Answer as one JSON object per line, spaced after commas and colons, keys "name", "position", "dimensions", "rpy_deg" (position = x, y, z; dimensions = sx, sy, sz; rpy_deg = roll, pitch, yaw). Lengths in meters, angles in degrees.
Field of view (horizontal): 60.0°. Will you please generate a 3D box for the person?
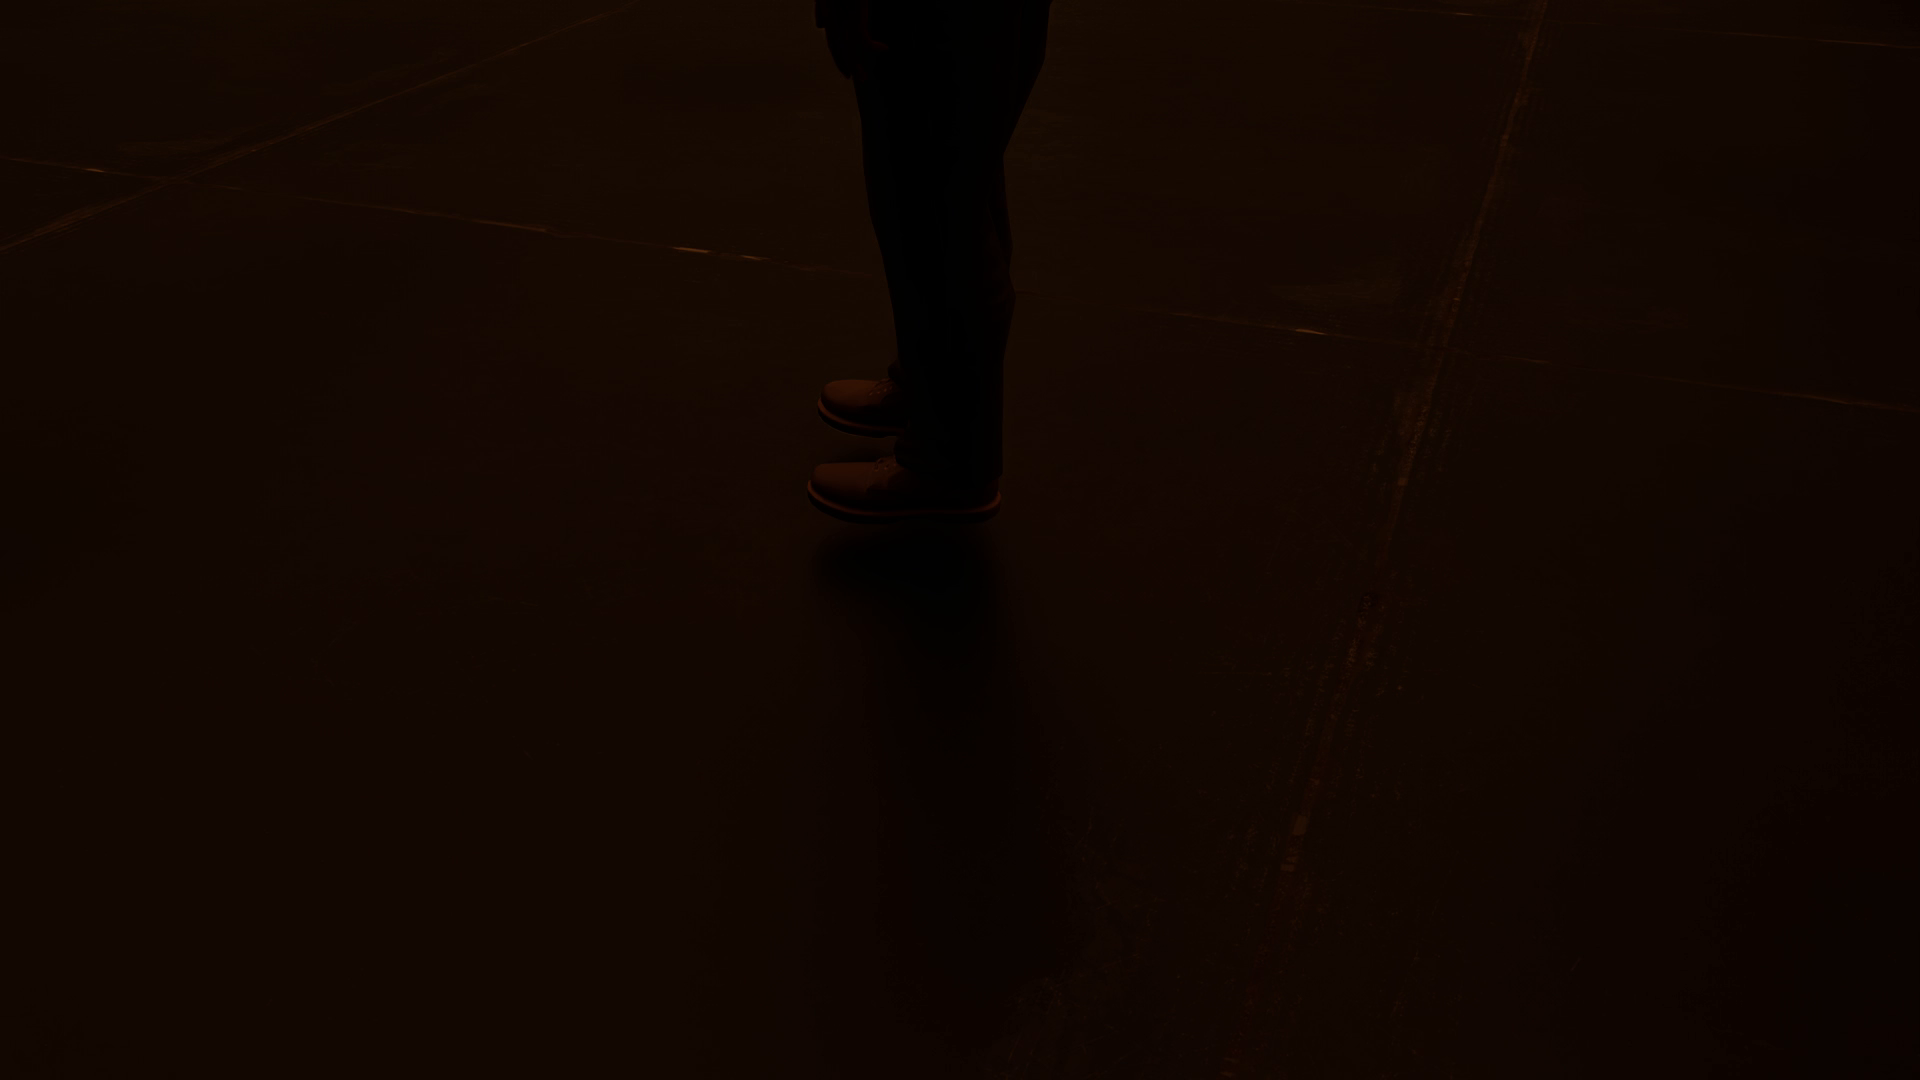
{"name": "person", "position": [-0.075, -0.786, 2.111], "dimensions": [0.503, 1.656, 0.569], "rpy_deg": [10, 31, 18]}
